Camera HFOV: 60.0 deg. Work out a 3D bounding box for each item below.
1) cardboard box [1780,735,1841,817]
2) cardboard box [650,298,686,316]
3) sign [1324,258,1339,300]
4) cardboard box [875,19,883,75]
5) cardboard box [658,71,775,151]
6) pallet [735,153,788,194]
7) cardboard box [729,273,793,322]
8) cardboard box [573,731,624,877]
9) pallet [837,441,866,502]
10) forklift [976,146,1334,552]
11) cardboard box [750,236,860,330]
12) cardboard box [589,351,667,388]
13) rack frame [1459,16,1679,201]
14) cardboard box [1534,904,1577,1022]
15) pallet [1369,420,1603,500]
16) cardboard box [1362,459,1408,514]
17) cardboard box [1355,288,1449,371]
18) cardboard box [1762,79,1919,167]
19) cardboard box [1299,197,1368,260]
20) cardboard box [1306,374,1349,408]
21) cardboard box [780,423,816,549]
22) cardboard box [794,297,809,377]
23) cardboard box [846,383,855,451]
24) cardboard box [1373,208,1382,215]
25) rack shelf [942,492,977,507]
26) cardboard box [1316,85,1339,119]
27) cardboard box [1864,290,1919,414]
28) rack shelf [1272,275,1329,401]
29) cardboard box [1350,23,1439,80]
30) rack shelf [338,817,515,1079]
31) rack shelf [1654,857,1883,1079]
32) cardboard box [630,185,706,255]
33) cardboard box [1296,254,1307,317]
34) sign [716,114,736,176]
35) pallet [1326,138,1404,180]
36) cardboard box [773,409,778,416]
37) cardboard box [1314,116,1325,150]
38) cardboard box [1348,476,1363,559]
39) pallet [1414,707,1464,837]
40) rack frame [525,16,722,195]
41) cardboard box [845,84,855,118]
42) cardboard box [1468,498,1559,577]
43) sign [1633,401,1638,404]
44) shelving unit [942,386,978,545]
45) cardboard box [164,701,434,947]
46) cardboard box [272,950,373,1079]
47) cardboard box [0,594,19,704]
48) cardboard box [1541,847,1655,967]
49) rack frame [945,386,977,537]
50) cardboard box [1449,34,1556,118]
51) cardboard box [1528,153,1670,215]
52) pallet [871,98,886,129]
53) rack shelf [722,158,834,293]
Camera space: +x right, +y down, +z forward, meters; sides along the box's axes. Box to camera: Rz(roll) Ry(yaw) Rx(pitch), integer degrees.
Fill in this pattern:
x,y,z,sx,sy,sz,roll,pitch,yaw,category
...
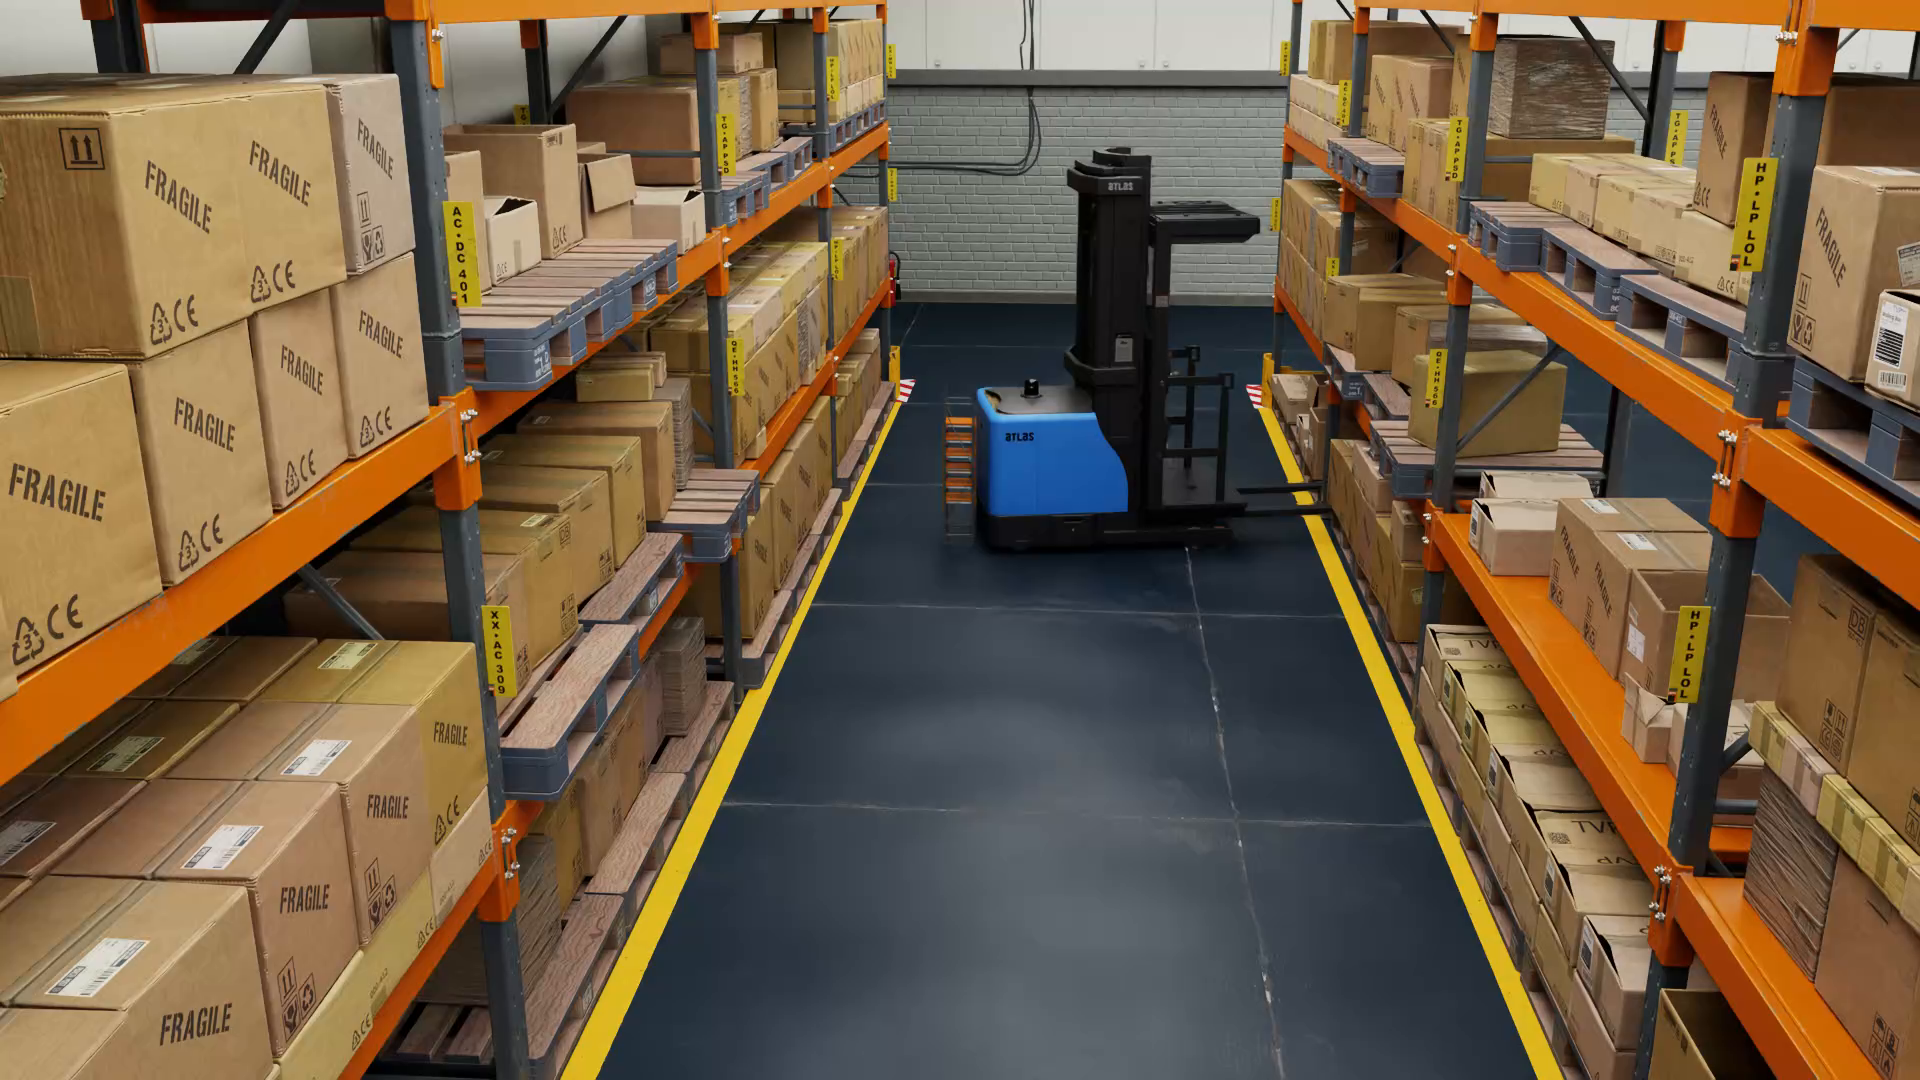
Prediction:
x,y,z,sx,sy,sz,roll,pitch,yaw,category
2.622,0.687,4.807,0.380,0.149,0.250,2,18,5,cardboard box
-1.988,-1.328,10.285,0.500,0.250,0.500,1,18,2,cardboard box
2.884,-2.020,12.881,0.100,0.325,0.005,1,18,4,sign
-1.009,-4.675,15.757,0.500,0.500,0.500,1,18,4,cardboard box
-1.664,-2.945,11.410,0.700,0.500,0.500,1,18,3,cardboard box
-1.732,-2.350,10.765,1.003,0.211,1.213,2,18,6,pallet
-1.413,-1.637,11.227,0.500,0.250,0.500,1,18,3,cardboard box
-1.989,1.207,7.731,0.700,0.500,0.500,1,18,5,cardboard box
-1.383,-0.618,14.469,1.003,0.211,1.213,1,18,4,pallet
1.655,-1.488,12.757,3.031,2.935,1.130,-2,18,-7,forklift
-1.403,-2.246,14.478,0.980,0.700,0.700,1,18,3,cardboard box
-1.797,-0.923,9.014,0.380,0.149,0.250,-1,18,-3,cardboard box
3.139,-3.208,8.260,1.000,3.000,0.127,1,18,4,rack frame
2.631,1.700,6.658,0.500,0.250,0.500,1,18,3,cardboard box
3.118,-0.478,9.872,1.213,0.211,1.003,1,18,4,pallet
3.041,-0.365,11.325,0.500,0.250,0.500,1,18,3,cardboard box
3.183,-1.489,11.815,0.700,0.500,0.500,4,19,13,cardboard box
2.936,-1.215,5.359,0.500,0.500,0.500,2,18,5,cardboard box
3.311,-2.757,14.752,0.500,0.500,0.500,1,18,3,cardboard box
3.555,-1.205,15.087,0.797,0.503,0.637,1,18,4,cardboard box
-1.493,-0.406,12.122,0.750,0.750,0.750,2,18,6,cardboard box
-1.368,-1.443,11.840,0.500,0.500,0.500,1,18,4,cardboard box
-1.320,-1.106,14.821,0.700,0.500,0.500,1,18,3,cardboard box
3.814,-2.582,14.218,0.500,0.500,0.500,1,18,2,cardboard box
-0.001,-0.295,12.811,0.258,0.103,0.180,1,18,4,rack shelf
3.267,-3.658,13.891,0.500,0.250,0.500,1,18,4,cardboard box
2.514,-0.445,3.892,0.500,0.311,0.500,0,18,1,cardboard box
3.569,-1.878,14.994,1.077,0.370,4.000,1,18,4,rack shelf
3.629,-4.007,13.750,0.700,0.500,0.500,1,18,4,cardboard box
-2.232,1.739,3.953,1.077,0.370,4.000,1,18,4,rack shelf
2.709,1.849,3.620,1.077,0.370,4.000,1,18,4,rack shelf
-1.585,-1.629,8.371,0.500,0.311,0.500,1,18,4,cardboard box
3.310,-2.286,14.920,0.500,0.500,0.500,2,18,5,cardboard box
-1.261,-2.125,8.942,0.100,0.325,0.005,1,18,4,sign
3.309,-2.734,11.935,1.213,0.211,1.003,1,18,4,pallet
-1.449,-0.930,11.315,0.380,0.149,0.250,1,18,4,cardboard box
3.269,-3.421,13.969,0.500,0.250,0.500,1,18,4,cardboard box
3.077,-0.155,11.885,0.500,0.500,0.500,2,18,5,cardboard box
3.041,1.223,8.851,1.003,0.211,1.213,1,18,4,pallet
-1.802,-3.317,8.594,1.000,3.000,0.127,1,18,4,rack frame
-1.152,-3.676,13.914,0.500,0.250,0.500,1,18,3,cardboard box
2.882,-0.041,8.374,0.500,0.311,0.500,1,18,3,cardboard box
3.693,-0.896,8.980,0.100,0.325,0.005,1,18,4,sign
-0.001,-0.566,12.722,0.258,1.200,0.189,1,18,4,shelving unit
-1.845,0.790,4.698,0.500,0.500,0.500,1,18,4,cardboard box
-1.885,1.303,4.338,0.500,0.250,0.500,1,18,4,cardboard box
-1.995,0.110,2.759,0.500,0.500,0.500,2,18,6,cardboard box
2.626,1.432,6.576,0.500,0.311,0.500,2,18,5,cardboard box
0.006,-0.594,12.809,0.240,1.200,0.006,1,18,4,rack frame
3.250,-2.757,9.936,0.500,0.500,0.500,1,18,4,cardboard box
3.163,-1.768,8.252,0.500,0.250,0.500,0,18,0,cardboard box
-1.272,-4.103,15.954,1.003,0.211,1.213,1,18,4,pallet
-1.659,-2.171,11.069,1.077,0.370,4.000,1,18,4,rack shelf
